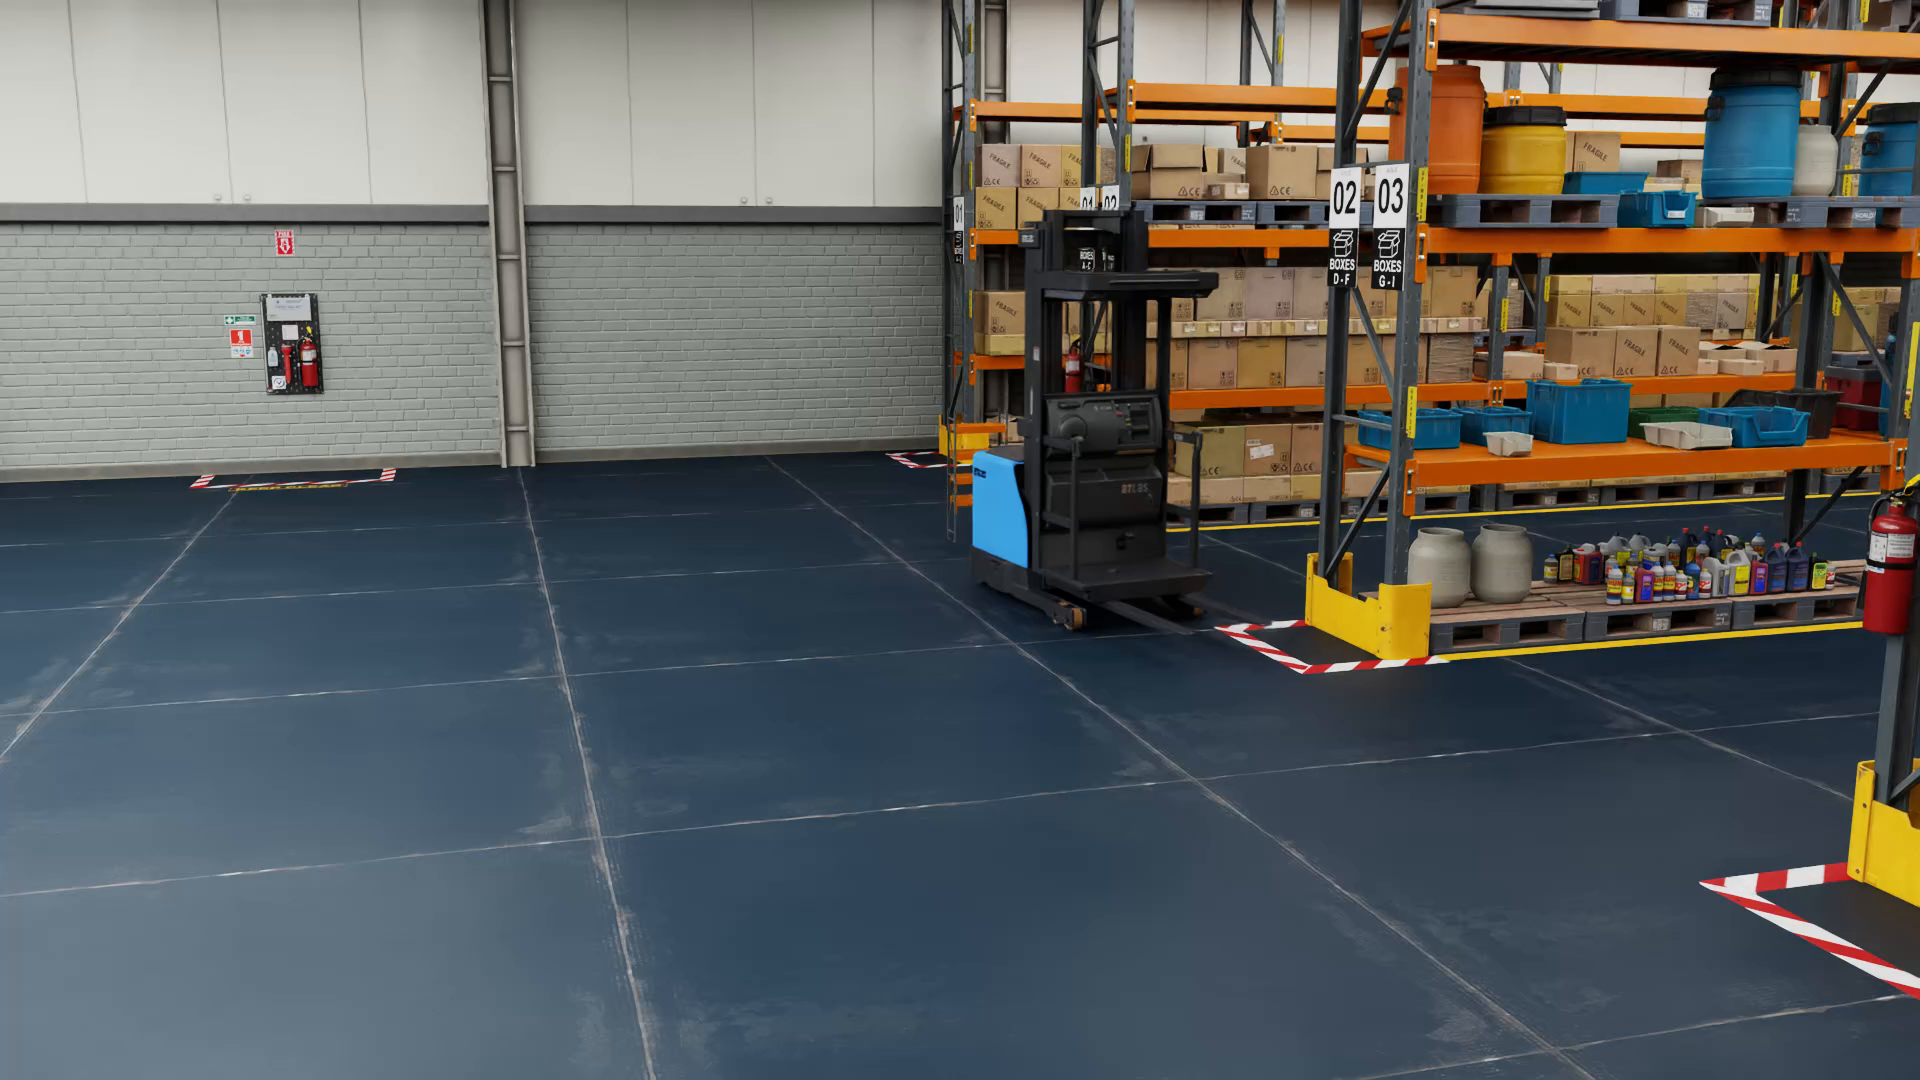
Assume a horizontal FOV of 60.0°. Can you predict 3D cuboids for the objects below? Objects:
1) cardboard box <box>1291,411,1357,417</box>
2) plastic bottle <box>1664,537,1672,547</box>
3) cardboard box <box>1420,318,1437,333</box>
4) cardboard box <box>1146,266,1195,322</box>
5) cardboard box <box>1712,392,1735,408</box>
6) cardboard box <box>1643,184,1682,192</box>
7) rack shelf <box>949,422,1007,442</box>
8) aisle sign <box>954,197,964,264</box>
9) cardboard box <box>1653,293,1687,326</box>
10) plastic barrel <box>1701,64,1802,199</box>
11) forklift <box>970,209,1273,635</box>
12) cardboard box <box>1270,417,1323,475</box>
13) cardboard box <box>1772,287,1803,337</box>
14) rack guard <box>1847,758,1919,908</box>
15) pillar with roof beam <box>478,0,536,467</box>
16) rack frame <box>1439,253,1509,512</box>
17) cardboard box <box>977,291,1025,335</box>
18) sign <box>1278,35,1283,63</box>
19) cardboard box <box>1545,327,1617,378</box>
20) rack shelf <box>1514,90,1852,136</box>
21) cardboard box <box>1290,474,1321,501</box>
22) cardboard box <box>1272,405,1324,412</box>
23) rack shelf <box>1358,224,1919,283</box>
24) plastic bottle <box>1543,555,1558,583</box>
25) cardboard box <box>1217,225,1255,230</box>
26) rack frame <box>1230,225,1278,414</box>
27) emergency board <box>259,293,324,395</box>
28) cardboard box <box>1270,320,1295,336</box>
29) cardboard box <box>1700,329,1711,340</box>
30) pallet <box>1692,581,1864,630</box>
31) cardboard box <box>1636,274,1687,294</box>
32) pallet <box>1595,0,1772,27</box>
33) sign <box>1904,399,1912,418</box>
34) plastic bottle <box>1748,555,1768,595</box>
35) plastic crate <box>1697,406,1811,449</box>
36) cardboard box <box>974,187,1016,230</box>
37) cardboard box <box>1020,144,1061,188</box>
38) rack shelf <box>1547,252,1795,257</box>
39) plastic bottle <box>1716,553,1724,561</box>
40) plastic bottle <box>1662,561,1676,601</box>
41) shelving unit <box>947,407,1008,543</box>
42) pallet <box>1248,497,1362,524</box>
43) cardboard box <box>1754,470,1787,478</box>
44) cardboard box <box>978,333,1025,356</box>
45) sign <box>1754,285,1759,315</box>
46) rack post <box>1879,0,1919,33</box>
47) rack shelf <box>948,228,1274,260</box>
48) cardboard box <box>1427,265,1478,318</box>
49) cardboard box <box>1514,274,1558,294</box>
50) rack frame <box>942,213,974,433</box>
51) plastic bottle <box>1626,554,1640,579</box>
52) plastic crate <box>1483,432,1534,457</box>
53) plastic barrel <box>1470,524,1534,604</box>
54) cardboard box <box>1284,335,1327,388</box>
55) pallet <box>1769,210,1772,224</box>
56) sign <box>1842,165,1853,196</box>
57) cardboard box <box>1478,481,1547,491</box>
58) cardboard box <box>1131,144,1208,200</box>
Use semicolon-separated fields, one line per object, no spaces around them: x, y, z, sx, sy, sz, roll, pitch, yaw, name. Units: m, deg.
3.709;-1.046;17.010;0.500;0.500;0.500;-3;11;-16;cardboard box
5.340;0.118;12.613;0.133;0.283;0.061;-3;11;-13;plastic bottle
4.512;-2.134;16.488;0.250;0.149;0.380;-3;11;-18;cardboard box
1.864;-2.351;15.878;0.500;0.500;0.700;-3;11;-16;cardboard box
10.907;-2.202;23.704;0.750;0.750;0.750;-3;11;-15;cardboard box
7.055;-3.537;17.145;0.500;0.250;0.500;-4;11;-21;cardboard box
0.159;-0.985;15.116;0.480;0.148;0.258;-3;11;-16;rack shelf
-0.012;-3.724;20.012;0.004;0.787;0.394;-3;11;-16;aisle sign
9.672;-3.169;23.025;0.500;0.500;0.500;-3;11;-14;cardboard box
5.597;-2.878;11.768;0.708;0.901;0.600;-3;11;-16;plastic barrel
1.146;-0.889;11.982;1.130;2.935;3.031;-5;11;-24;forklift
3.379;-0.927;16.364;0.500;0.500;0.500;-3;11;-16;cardboard box
12.020;-3.280;23.956;0.700;0.700;0.980;-3;11;-15;cardboard box
4.199;1.308;6.766;0.348;0.500;1.175;-3;11;-16;rack guard
-4.154;-4.585;15.302;0.400;9.000;9.100;-3;11;-16;pillar with roof beam
5.202;-1.842;16.973;0.127;3.000;1.000;-3;11;-16;rack frame
0.515;-2.778;20.342;0.500;0.500;0.500;-3;11;-16;cardboard box
3.948;-6.057;20.498;0.005;0.325;0.100;-3;11;-16;sign
6.449;-1.954;17.305;0.500;0.500;0.500;-2;11;-12;cardboard box
7.122;-4.344;17.081;4.000;0.370;1.077;-3;11;-16;rack shelf
3.379;-0.558;16.433;0.500;0.250;0.500;-3;11;-16;cardboard box
4.516;-1.731;22.055;0.500;0.500;0.700;-3;11;-14;cardboard box
4.662;-2.001;11.539;4.000;0.370;1.077;-3;11;-16;rack shelf
4.383;0.212;12.328;0.097;0.201;0.097;0;10;0;plastic bottle
3.395;-4.169;20.995;0.500;0.500;0.500;-3;11;-14;cardboard box
3.814;-2.703;21.650;0.127;3.000;1.000;-3;11;-16;rack frame
-7.741;-2.265;19.267;0.643;1.169;0.194;-3;11;-16;emergency board
3.034;-2.056;16.067;0.250;0.149;0.380;-3;11;-17;cardboard box
10.262;-2.882;23.257;0.250;0.149;0.380;-3;11;-16;cardboard box
5.926;0.417;12.402;1.213;0.211;1.003;-3;11;-16;pallet
9.645;-3.538;22.961;0.500;0.250;0.500;-3;11;-17;cardboard box
4.625;-3.533;11.213;1.213;0.211;1.003;-3;11;-16;pallet
6.726;-1.021;11.747;0.005;0.325;0.100;-3;11;-16;sign
5.716;0.246;11.915;0.133;0.283;0.061;-2;11;-12;plastic bottle
5.596;-0.805;11.748;0.616;0.251;0.499;-3;11;-16;plastic crate
0.364;-4.009;20.124;0.500;0.500;0.500;-3;11;-14;cardboard box
0.907;-4.521;20.144;0.500;0.500;0.500;-3;11;-17;cardboard box
9.574;-4.128;23.093;4.000;0.370;1.077;-3;11;-16;rack shelf
5.497;0.231;12.000;0.133;0.283;0.061;-3;11;-16;plastic bottle
4.995;0.287;11.729;0.097;0.271;0.097;0;10;0;plastic bottle
0.159;-0.598;15.187;0.503;1.200;0.258;-3;11;-16;shelving unit
3.253;-0.376;16.708;1.213;0.211;1.003;-3;11;-16;pallet
8.605;-0.830;17.909;0.500;0.250;0.500;-3;11;-15;cardboard box
0.530;-2.407;20.397;0.500;0.250;0.500;-3;11;-18;cardboard box
8.882;-2.669;18.485;0.005;0.325;0.100;-3;11;-16;sign
8.449;-4.144;12.356;3.121;1.000;1.013;-3;11;-16;rack post
1.893;-3.724;20.894;4.000;0.370;1.077;-3;11;-16;rack shelf
4.777;-2.506;16.719;0.500;0.500;0.700;-3;11;-16;cardboard box
8.017;-3.548;23.013;0.500;0.250;0.500;-3;11;-14;cardboard box
-0.027;-2.501;20.550;0.127;3.000;1.000;-3;11;-16;rack frame
4.999;0.207;12.357;0.097;0.201;0.097;0;10;0;plastic bottle
3.691;-0.638;11.162;0.250;0.136;0.298;-3;11;-16;plastic crate
3.834;0.166;11.774;0.421;0.512;0.421;0;10;0;plastic barrel
3.299;-1.789;16.409;0.500;0.500;0.700;-3;11;-14;cardboard box
8.416;-3.377;17.547;1.003;0.211;1.213;-2;11;-13;pallet
9.190;-3.716;17.221;0.005;0.325;0.100;-3;11;-16;sign
5.658;-0.674;17.061;0.500;0.250;0.500;-3;11;-17;cardboard box
1.914;-3.470;15.696;0.637;0.503;0.797;-2;11;-12;cardboard box
